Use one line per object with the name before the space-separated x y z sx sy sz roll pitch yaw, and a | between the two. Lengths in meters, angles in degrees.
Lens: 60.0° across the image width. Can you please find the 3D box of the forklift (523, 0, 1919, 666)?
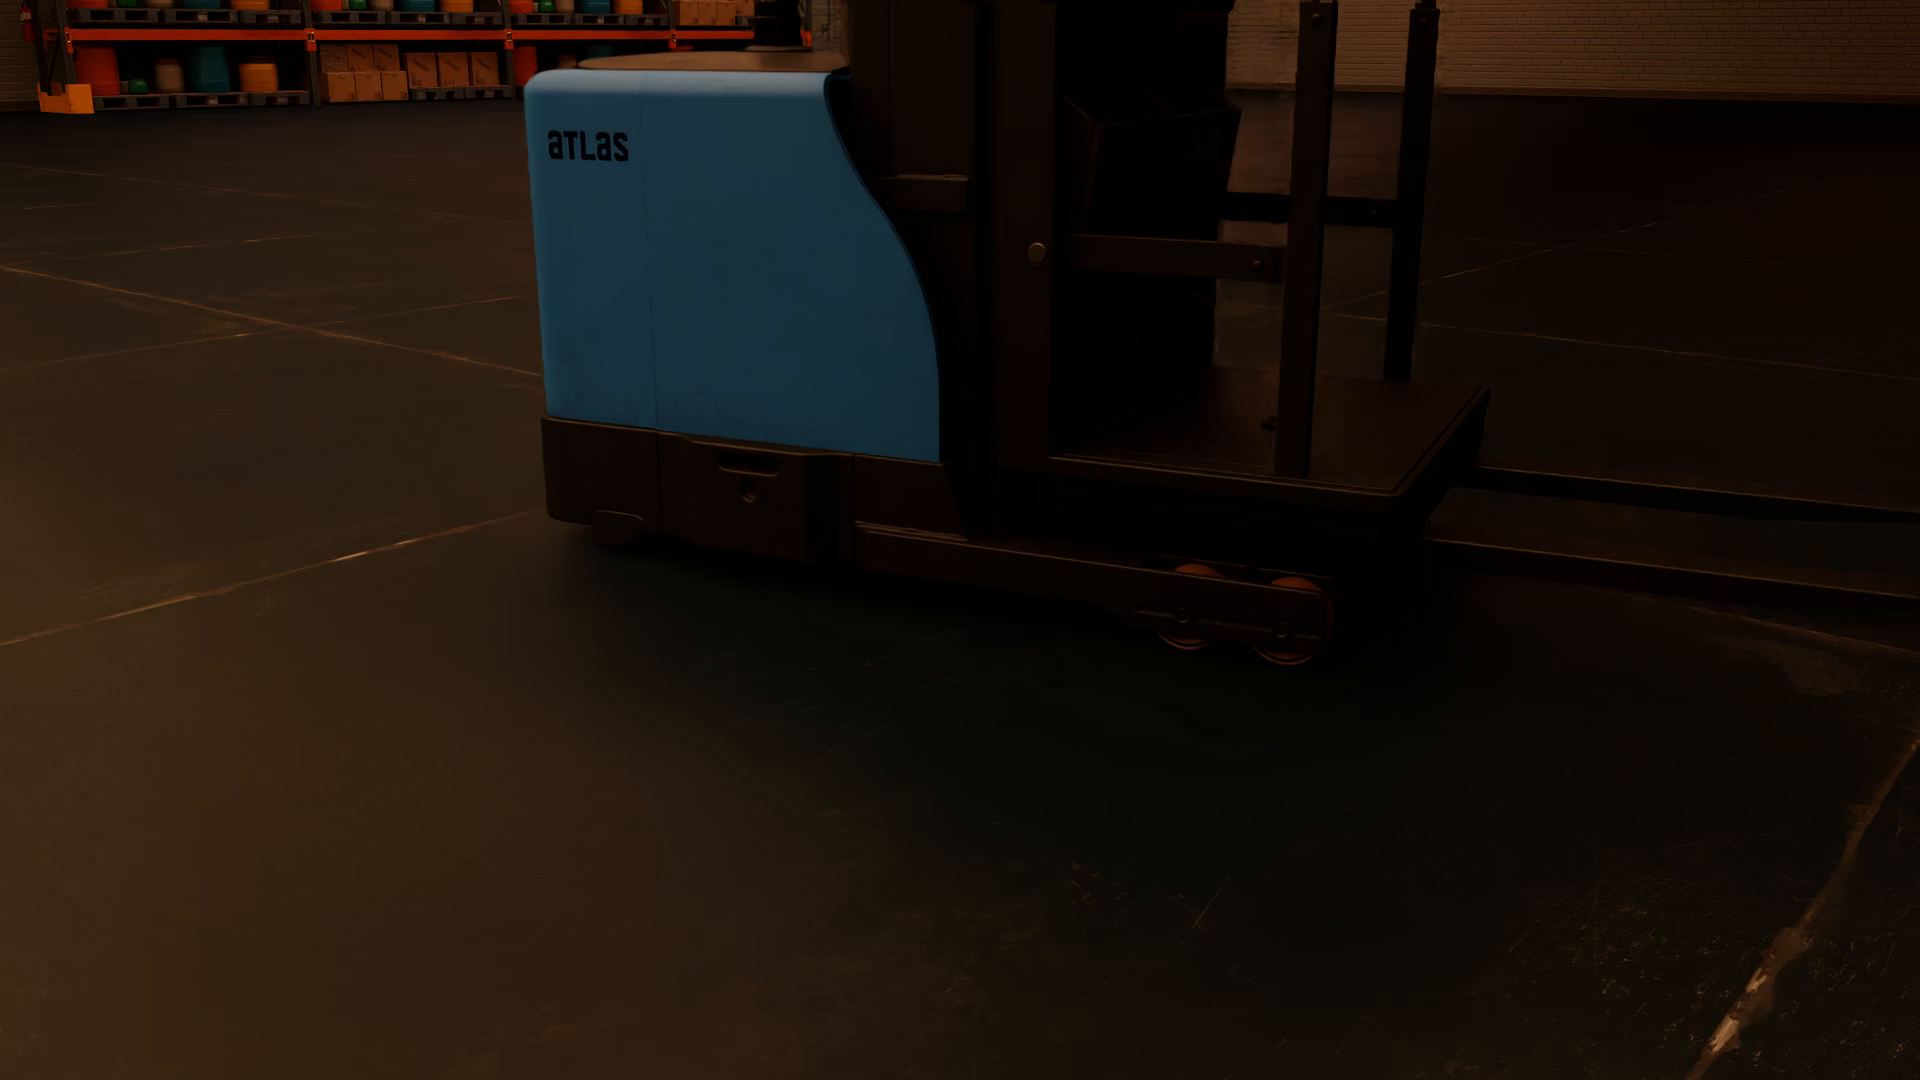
forklift | 0.586 -1.339 3.308 3.031 2.935 1.130 8 19 24
